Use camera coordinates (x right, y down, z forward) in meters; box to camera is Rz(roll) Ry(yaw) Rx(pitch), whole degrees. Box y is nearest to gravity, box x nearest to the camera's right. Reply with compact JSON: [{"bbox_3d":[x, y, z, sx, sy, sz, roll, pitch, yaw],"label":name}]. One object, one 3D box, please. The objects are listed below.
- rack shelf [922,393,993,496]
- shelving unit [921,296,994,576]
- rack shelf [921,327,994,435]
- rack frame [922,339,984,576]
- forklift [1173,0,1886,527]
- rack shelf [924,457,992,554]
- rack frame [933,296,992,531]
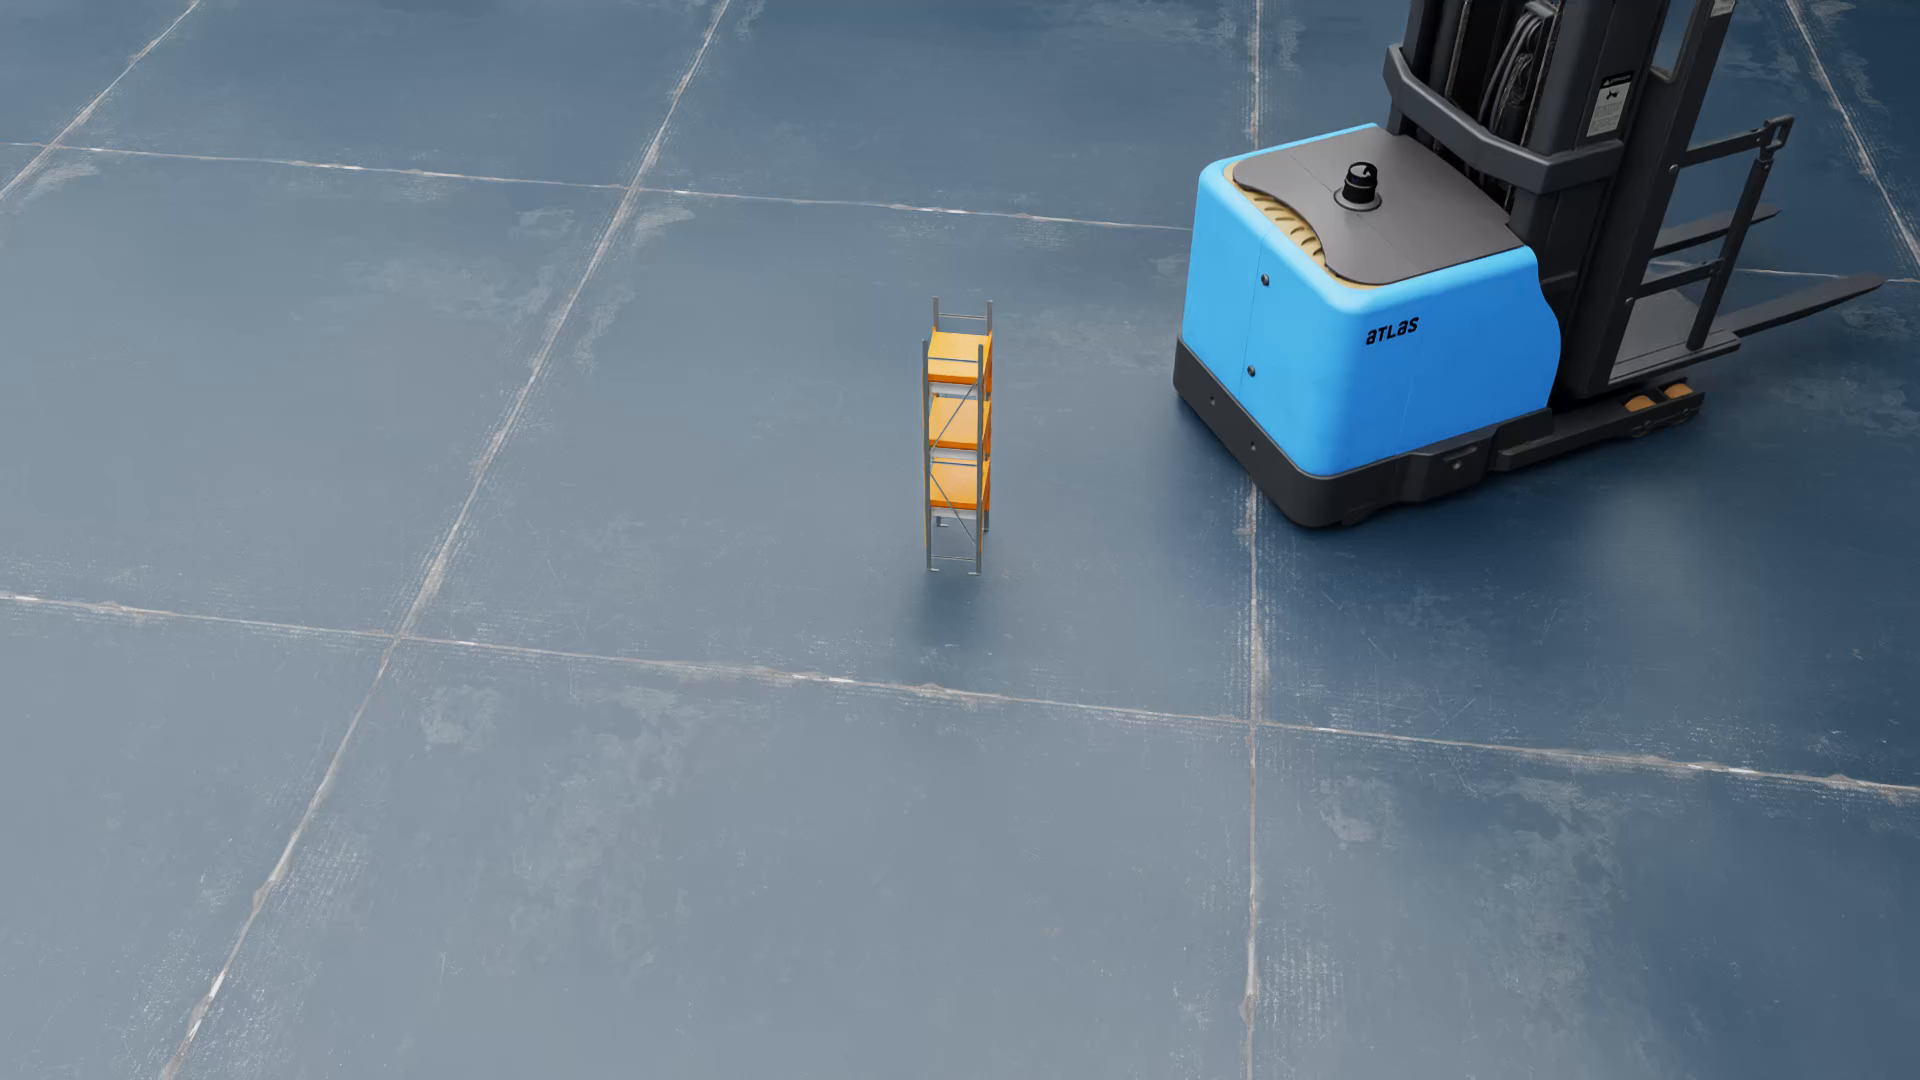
[{"bbox_3d":[-0.007,-0.337,5.858,0.215,0.259,0.240,5,44,6],"label":"rack shelf"},{"bbox_3d":[-0.007,-0.345,5.851,0.215,1.050,0.252,5,44,6],"label":"shelving unit"},{"bbox_3d":[-0.007,-0.543,5.663,0.215,0.259,0.240,5,44,6],"label":"rack shelf"},{"bbox_3d":[-0.023,-0.262,5.763,0.200,1.050,0.008,5,44,6],"label":"rack frame"},{"bbox_3d":[2.435,-1.792,6.011,3.031,2.935,1.130,-17,46,-17],"label":"forklift"},{"bbox_3d":[-0.007,-0.135,6.049,0.215,0.259,0.240,5,44,6],"label":"rack shelf"},{"bbox_3d":[0.009,-0.428,5.938,0.200,1.050,0.008,5,44,6],"label":"rack frame"}]
